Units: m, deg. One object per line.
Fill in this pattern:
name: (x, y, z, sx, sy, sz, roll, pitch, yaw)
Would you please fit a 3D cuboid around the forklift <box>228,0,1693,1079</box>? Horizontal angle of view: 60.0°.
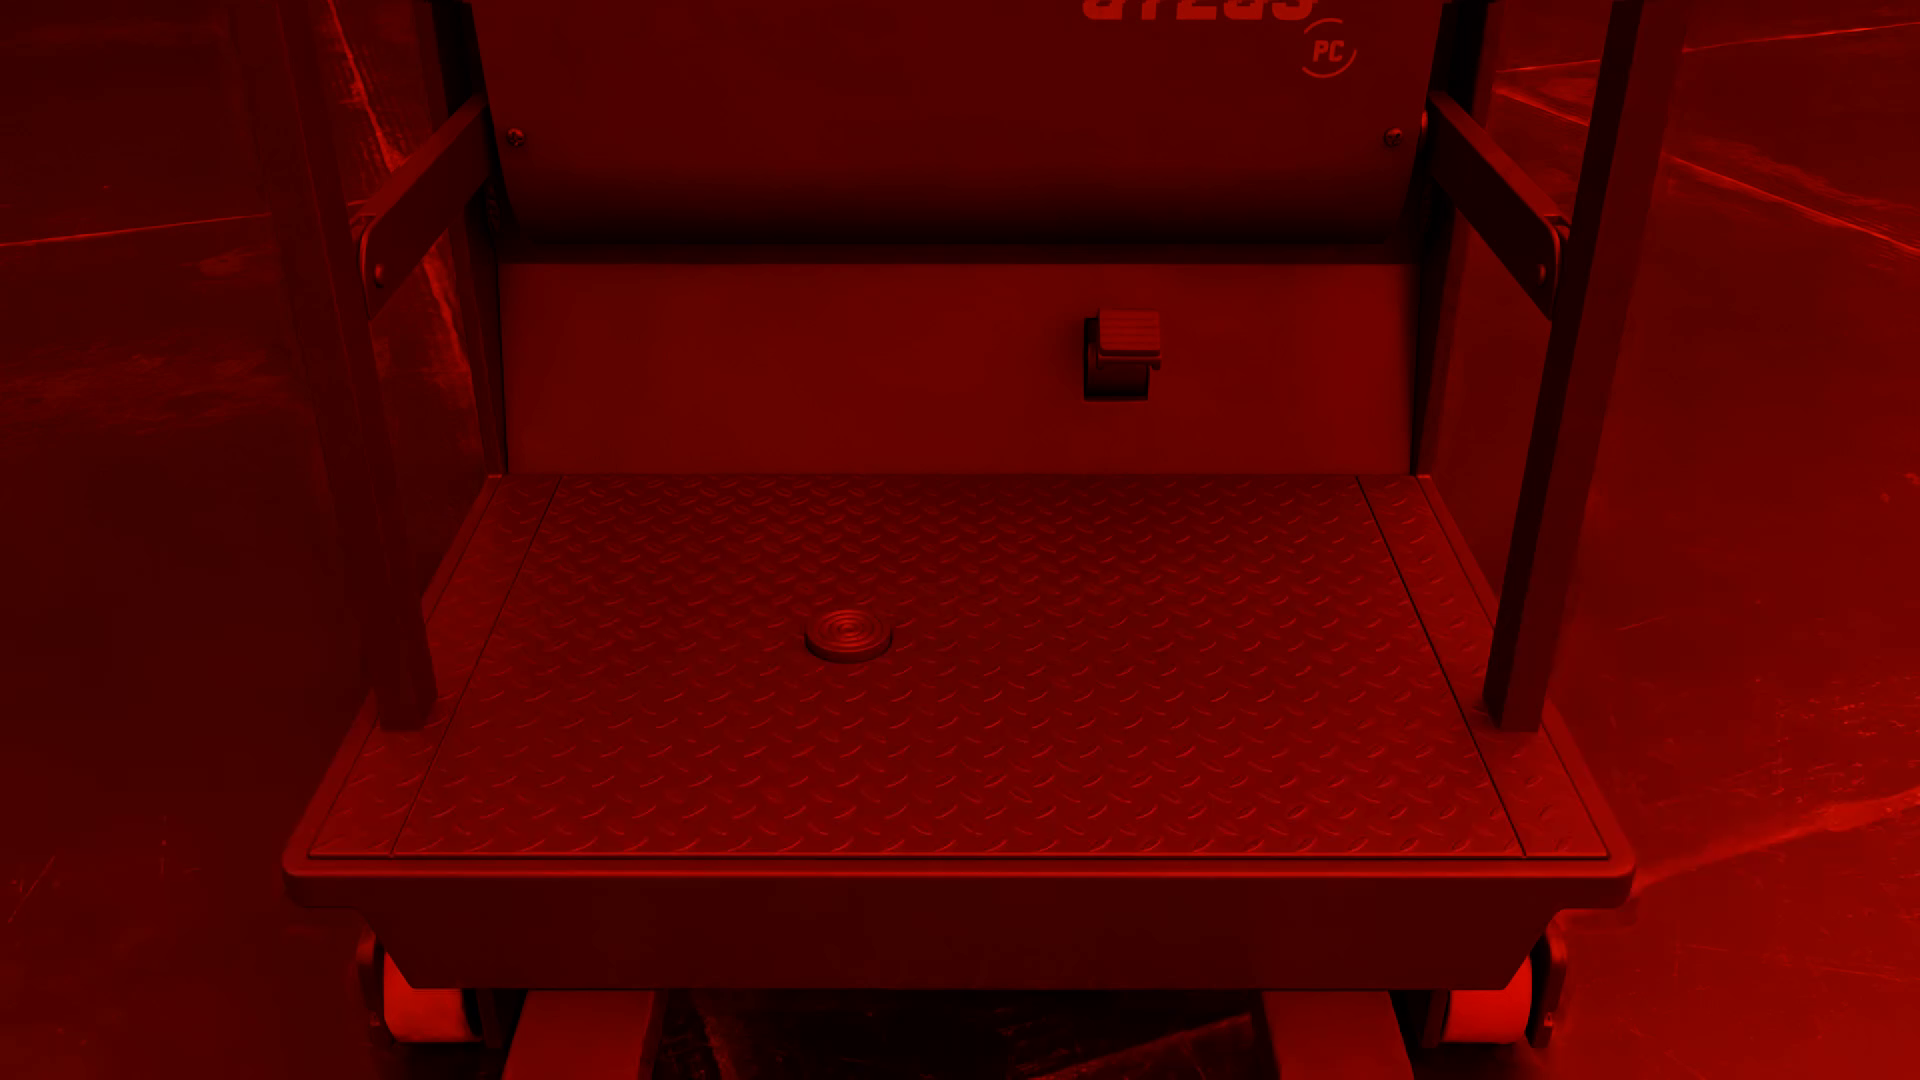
forklift: (-0.001, -0.934, 1.179, 1.130, 2.935, 3.031, 0, 30, 0)
